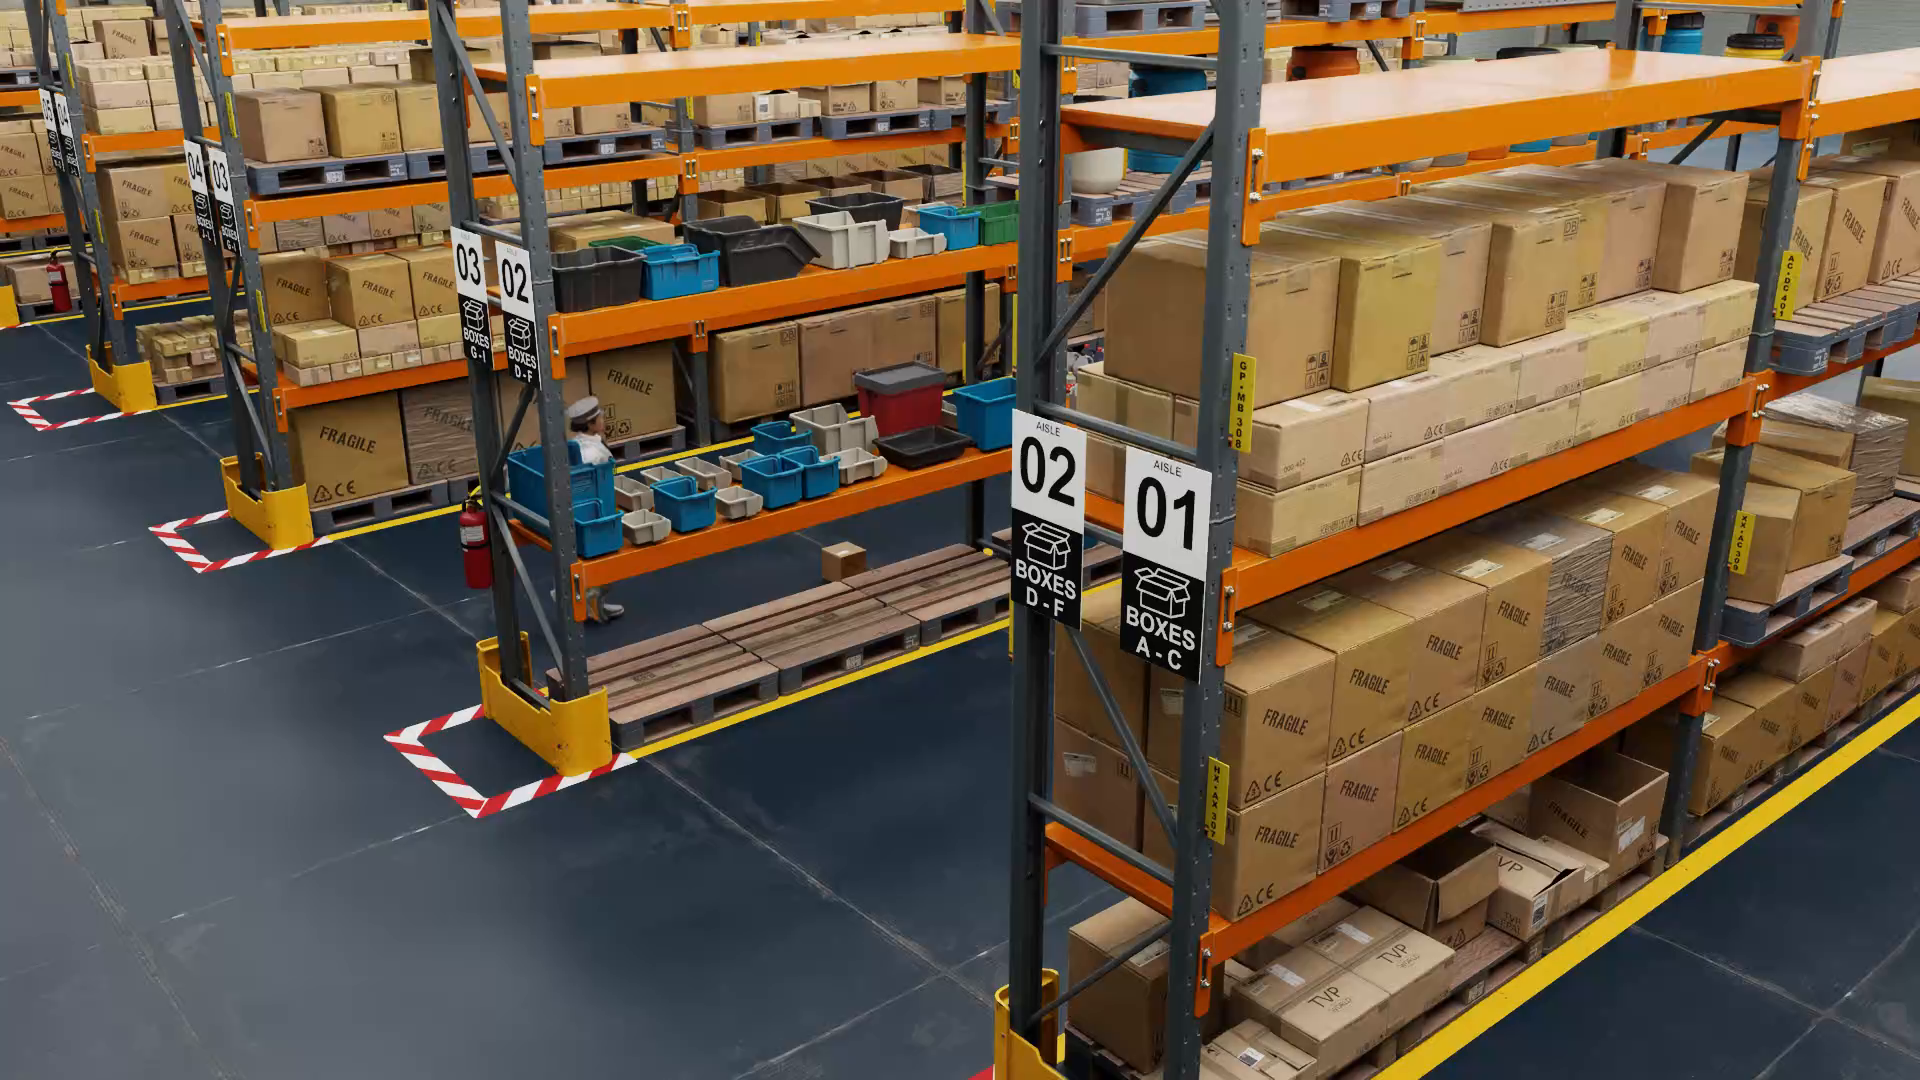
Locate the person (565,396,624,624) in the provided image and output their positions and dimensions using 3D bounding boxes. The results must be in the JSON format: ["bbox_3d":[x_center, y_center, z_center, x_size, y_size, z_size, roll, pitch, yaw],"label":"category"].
[{"bbox_3d":[-2.601,-0.216,12.032,0.423,1.690,0.514,-8,23,-20],"label":"person"}]
